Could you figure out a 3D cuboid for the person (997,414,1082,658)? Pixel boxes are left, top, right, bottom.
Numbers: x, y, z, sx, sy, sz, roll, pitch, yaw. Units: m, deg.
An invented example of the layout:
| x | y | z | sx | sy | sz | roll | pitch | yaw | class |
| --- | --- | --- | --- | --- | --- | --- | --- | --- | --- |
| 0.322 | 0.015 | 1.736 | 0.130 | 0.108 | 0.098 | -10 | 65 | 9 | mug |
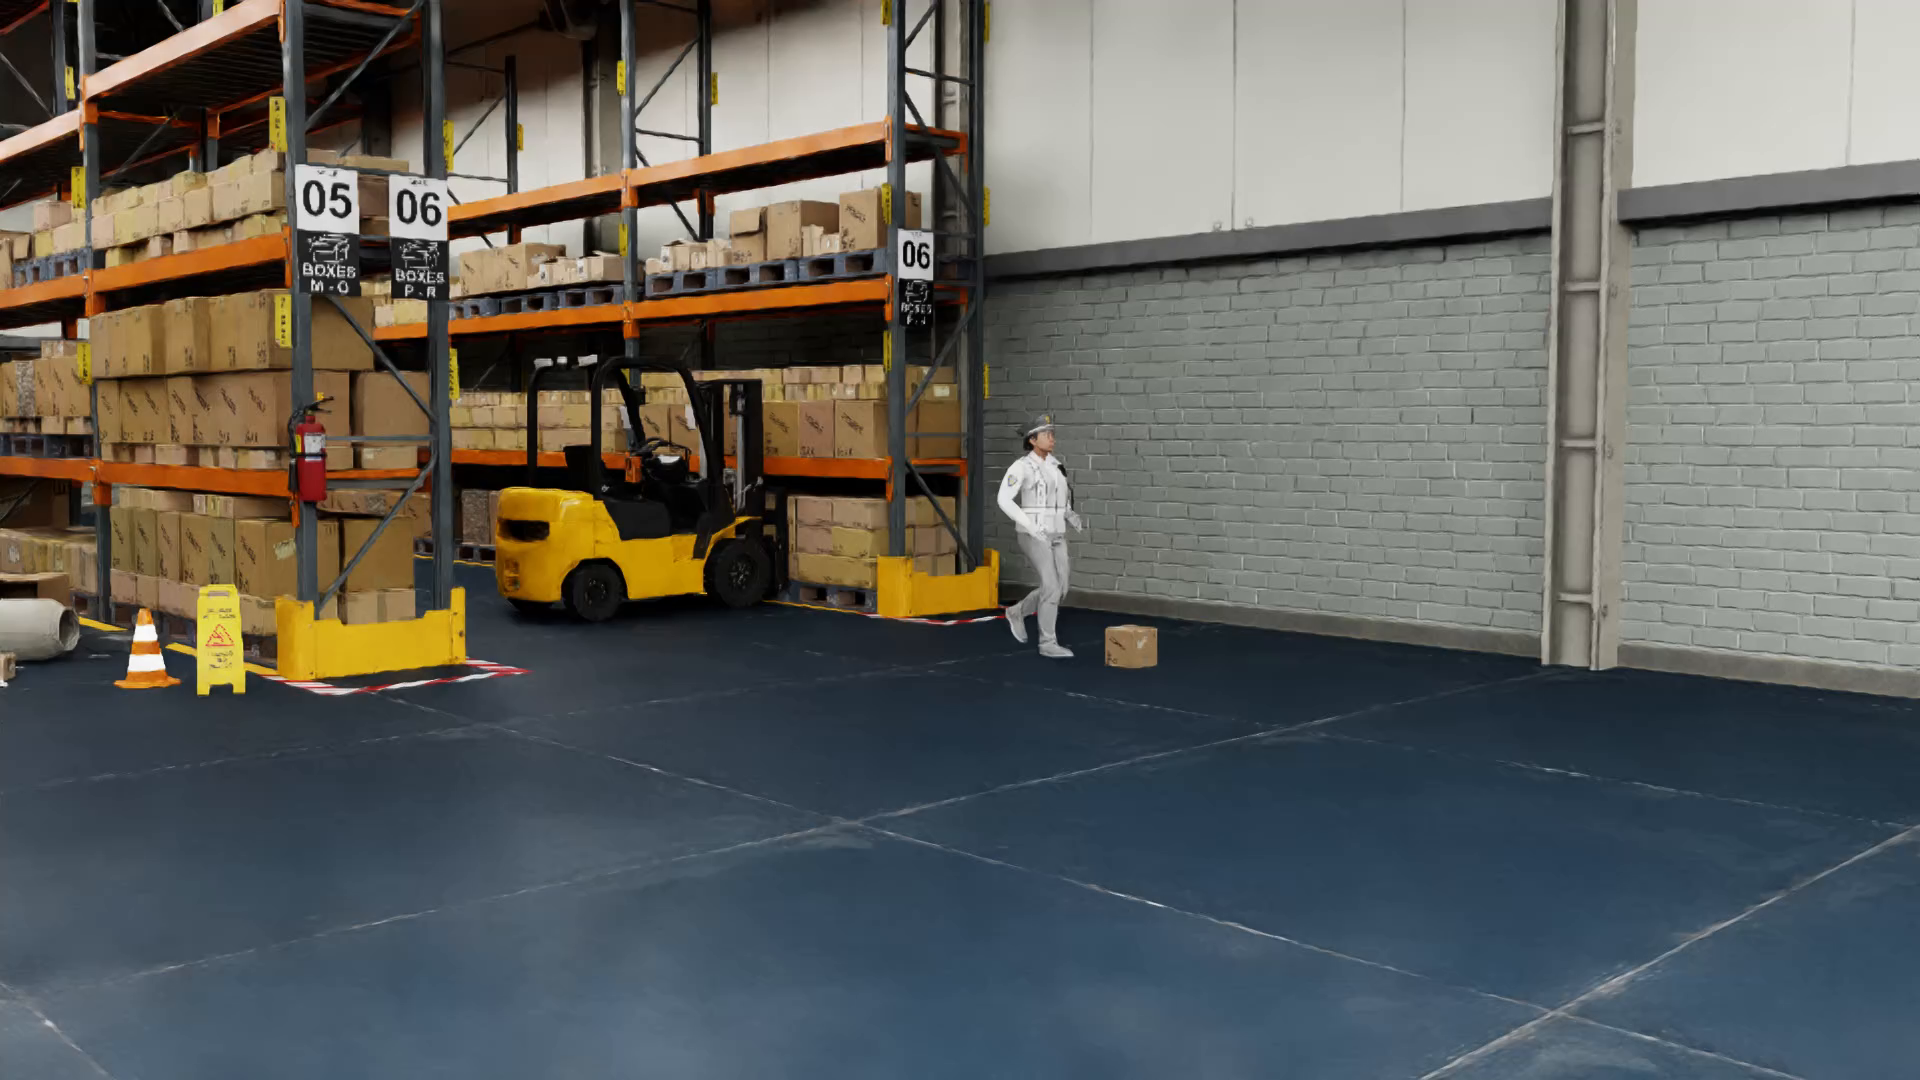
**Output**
| x | y | z | sx | sy | sz | roll | pitch | yaw | class |
| --- | --- | --- | --- | --- | --- | --- | --- | --- | --- |
| 0.548 | -0.035 | 11.460 | 0.635 | 1.662 | 0.598 | -4 | 6 | -45 | person |
